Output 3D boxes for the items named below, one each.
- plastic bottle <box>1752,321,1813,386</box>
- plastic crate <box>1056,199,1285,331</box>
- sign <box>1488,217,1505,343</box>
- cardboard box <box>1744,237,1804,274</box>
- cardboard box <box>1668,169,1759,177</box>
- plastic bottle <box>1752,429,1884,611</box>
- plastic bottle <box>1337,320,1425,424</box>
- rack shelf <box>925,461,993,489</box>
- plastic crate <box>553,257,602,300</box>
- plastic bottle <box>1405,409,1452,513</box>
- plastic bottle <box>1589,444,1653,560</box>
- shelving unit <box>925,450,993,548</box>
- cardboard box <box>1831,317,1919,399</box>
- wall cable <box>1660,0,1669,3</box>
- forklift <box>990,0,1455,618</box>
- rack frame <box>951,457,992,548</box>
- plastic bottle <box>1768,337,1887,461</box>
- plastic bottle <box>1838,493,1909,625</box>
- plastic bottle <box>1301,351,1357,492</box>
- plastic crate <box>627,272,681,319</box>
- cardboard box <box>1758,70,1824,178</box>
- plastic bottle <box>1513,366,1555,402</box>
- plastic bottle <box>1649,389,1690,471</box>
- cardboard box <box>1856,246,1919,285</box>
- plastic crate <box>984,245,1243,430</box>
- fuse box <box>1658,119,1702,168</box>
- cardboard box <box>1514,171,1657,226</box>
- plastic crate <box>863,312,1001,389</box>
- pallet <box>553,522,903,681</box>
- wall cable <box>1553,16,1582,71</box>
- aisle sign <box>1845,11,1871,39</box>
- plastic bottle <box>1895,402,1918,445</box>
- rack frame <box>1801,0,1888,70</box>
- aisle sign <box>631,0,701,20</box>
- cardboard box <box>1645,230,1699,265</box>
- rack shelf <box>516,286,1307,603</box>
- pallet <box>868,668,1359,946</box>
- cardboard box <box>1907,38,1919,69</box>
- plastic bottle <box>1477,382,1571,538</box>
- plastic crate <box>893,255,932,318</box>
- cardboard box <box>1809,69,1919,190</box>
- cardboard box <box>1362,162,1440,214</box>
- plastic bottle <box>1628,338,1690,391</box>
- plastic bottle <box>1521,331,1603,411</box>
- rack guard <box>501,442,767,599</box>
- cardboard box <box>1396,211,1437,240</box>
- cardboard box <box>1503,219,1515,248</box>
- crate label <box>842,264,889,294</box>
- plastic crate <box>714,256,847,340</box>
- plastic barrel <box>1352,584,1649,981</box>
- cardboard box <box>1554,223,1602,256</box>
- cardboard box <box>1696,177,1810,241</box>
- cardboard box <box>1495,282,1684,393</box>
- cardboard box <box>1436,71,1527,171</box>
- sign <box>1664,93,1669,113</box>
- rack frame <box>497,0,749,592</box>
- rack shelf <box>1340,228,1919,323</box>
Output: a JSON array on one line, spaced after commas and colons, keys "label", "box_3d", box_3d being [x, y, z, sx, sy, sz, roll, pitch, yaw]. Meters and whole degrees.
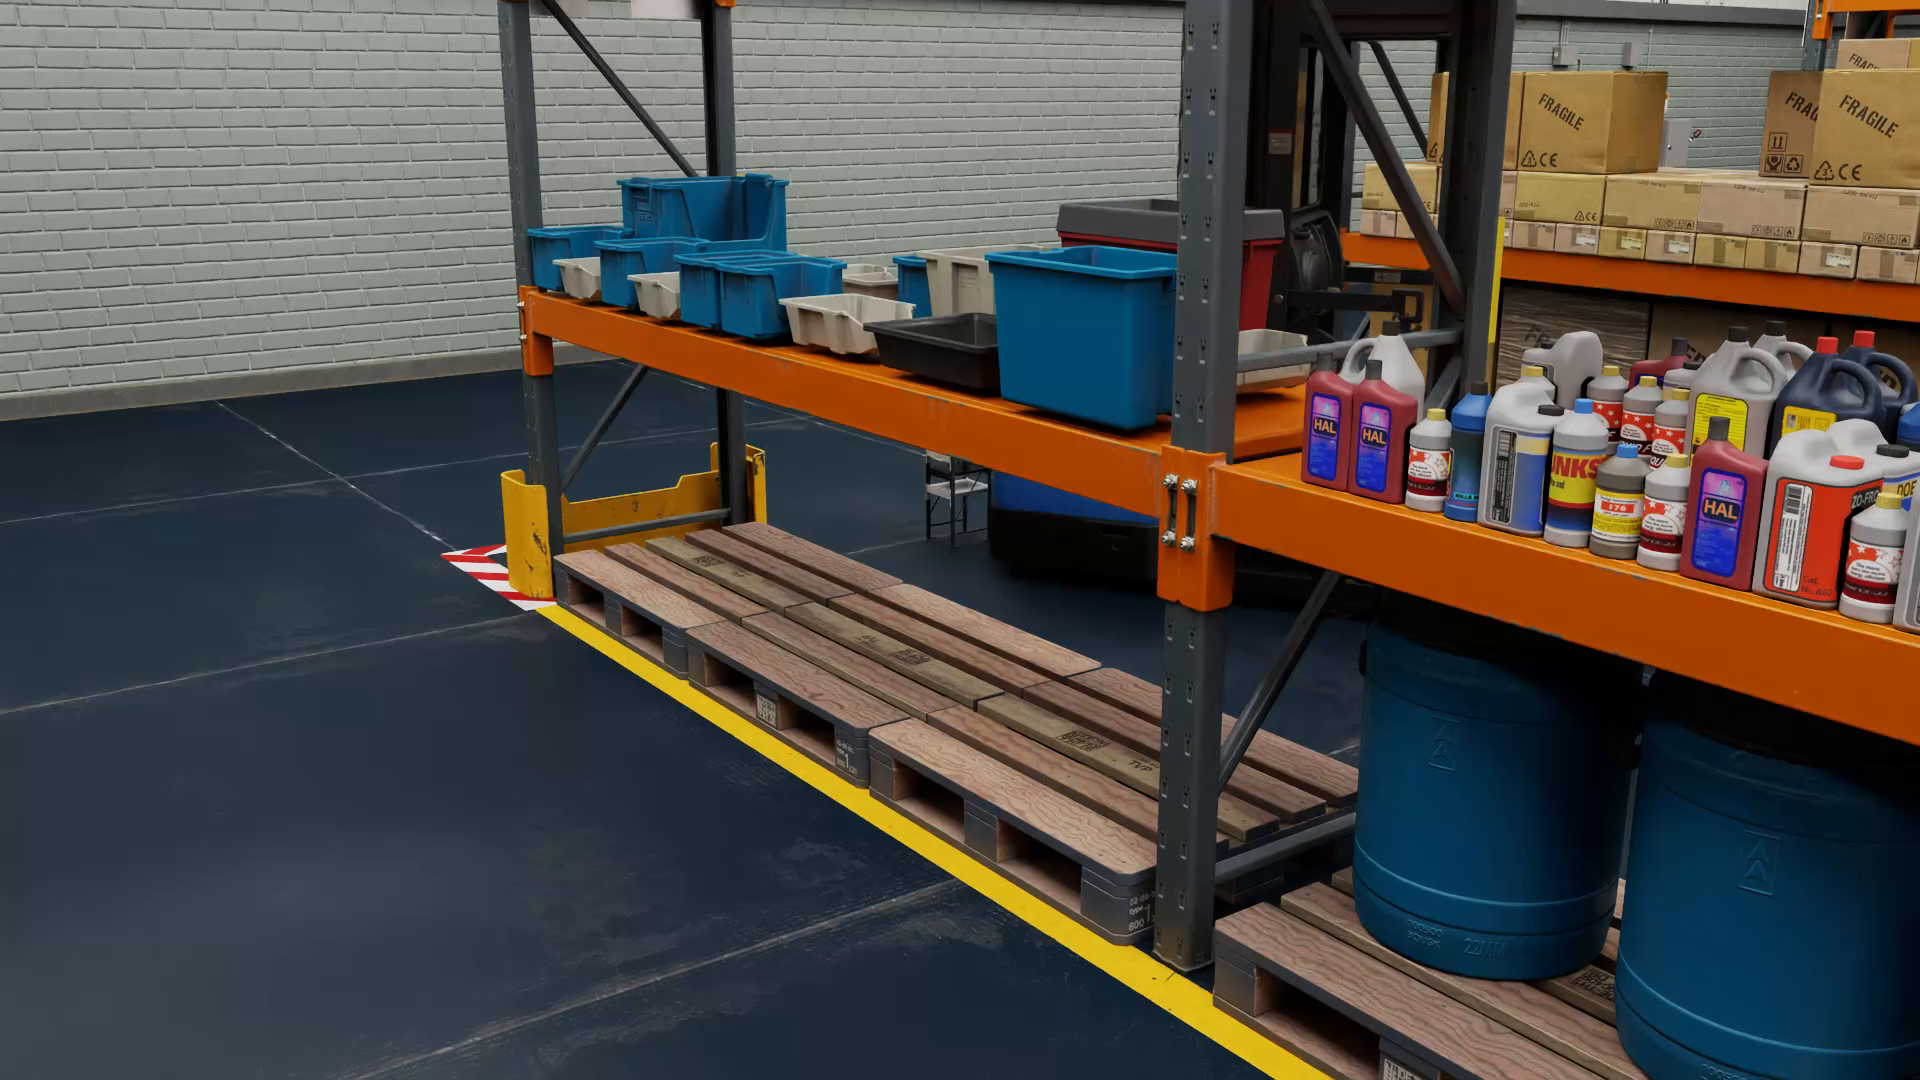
[{"label": "plastic bottle", "box_3d": [1.732, -0.285, 3.530, 0.144, 0.351, 0.185, -11, 19, -35]}, {"label": "plastic crate", "box_3d": [0.605, -0.744, 4.878, 0.402, 0.464, 0.583, -11, 19, -35]}, {"label": "sign", "box_3d": [1.373, -0.673, 4.329, 0.100, 0.325, 0.005, -11, 19, -35]}, {"label": "cardboard box", "box_3d": [3.884, -1.336, 7.752, 0.380, 0.149, 0.250, -10, 18, -34]}, {"label": "cardboard box", "box_3d": [3.988, -1.759, 8.541, 0.500, 0.250, 0.500, -11, 19, -34]}, {"label": "plastic bottle", "box_3d": [1.435, -0.039, 2.772, 0.152, 0.276, 0.135, -11, 19, -35]}, {"label": "plastic bottle", "box_3d": [0.896, -0.297, 3.572, 0.144, 0.351, 0.185, -11, 19, -35]}, {"label": "rack shelf", "box_3d": [-0.005, -0.317, 7.996, 0.258, 0.077, 0.200, -11, 19, -35]}, {"label": "plastic crate", "box_3d": [-1.424, -1.025, 6.526, 0.250, 0.136, 0.298, -11, 19, -35]}, {"label": "plastic bottle", "box_3d": [0.959, -0.164, 3.370, 0.097, 0.201, 0.097, 0, 15, 0]}, {"label": "plastic bottle", "box_3d": [1.209, -0.073, 3.037, 0.097, 0.201, 0.097, 0, 15, 0]}, {"label": "shelving unit", "box_3d": [-0.005, -0.436, 7.964, 0.258, 0.900, 0.210, -11, 19, -35]}, {"label": "cardboard box", "box_3d": [4.610, -0.555, 7.650, 0.875, 0.875, 0.875, -11, 19, -35]}, {"label": "wall cable", "box_3d": [9.911, -8.239, 21.061, 2.988, 3.039, 0.133, -11, 19, -35]}, {"label": "forklift", "box_3d": [1.702, -1.230, 7.017, 3.031, 2.935, 1.130, 6, 17, 22]}, {"label": "rack frame", "box_3d": [0.055, -0.414, 7.884, 0.240, 0.900, 0.006, -11, 19, -35]}, {"label": "plastic bottle", "box_3d": [1.724, -0.224, 3.304, 0.144, 0.351, 0.185, -11, 19, -35]}, {"label": "plastic bottle", "box_3d": [1.481, 0.026, 2.676, 0.097, 0.201, 0.097, 0, 15, 0]}, {"label": "plastic bottle", "box_3d": [0.798, -0.254, 3.543, 0.061, 0.283, 0.133, -11, 19, -35]}, {"label": "plastic crate", "box_3d": [-1.025, -0.881, 5.997, 0.250, 0.136, 0.298, -11, 19, -35]}, {"label": "cardboard box", "box_3d": [4.266, -2.015, 8.056, 0.500, 0.500, 0.500, -12, 19, -36]}, {"label": "plastic bottle", "box_3d": [1.330, -0.302, 3.872, 0.097, 0.201, 0.097, 0, 15, 0]}, {"label": "plastic bottle", "box_3d": [1.545, -0.224, 3.587, 0.097, 0.201, 0.097, 0, 15, 0]}, {"label": "cardboard box", "box_3d": [4.187, -1.226, 7.351, 0.380, 0.149, 0.250, -11, 19, -35]}, {"label": "plastic crate", "box_3d": [0.377, -0.523, 4.220, 0.392, 0.384, 0.575, -11, 19, -35]}, {"label": "fuse box", "box_3d": [9.048, -4.490, 21.239, 0.539, 1.711, 0.414, -11, 19, -35]}, {"label": "cardboard box", "box_3d": [3.249, -1.787, 8.642, 0.500, 0.250, 0.500, -12, 19, -36]}, {"label": "plastic crate", "box_3d": [0.052, -0.548, 4.805, 0.437, 0.125, 0.590, -11, 19, -35]}, {"label": "pallet", "box_3d": [-0.971, 0.218, 6.879, 1.003, 0.211, 1.213, -11, 19, -35]}, {"label": "wall cable", "box_3d": [7.263, -5.321, 19.853, 0.585, 1.953, 0.123, -11, 19, -35]}, {"label": "aisle sign", "box_3d": [6.853, -4.142, 12.603, 0.394, 0.787, 0.004, -11, 19, -35]}, {"label": "plastic bottle", "box_3d": [1.932, -0.175, 3.269, 0.152, 0.276, 0.135, -11, 19, -35]}, {"label": "rack frame", "box_3d": [6.653, -2.826, 12.719, 1.000, 3.000, 0.127, -11, 19, -35]}, {"label": "aisle sign", "box_3d": [-1.230, -2.624, 7.055, 0.394, 0.787, 0.004, -11, 19, -35]}, {"label": "cardboard box", "box_3d": [3.584, -1.445, 8.151, 0.380, 0.149, 0.250, -10, 18, -34]}, {"label": "rack shelf", "box_3d": [-0.249, -0.535, 5.711, 1.077, 0.370, 4.000, -11, 19, -35]}, {"label": "pallet", "box_3d": [0.463, 0.739, 4.975, 1.003, 0.211, 1.213, -11, 19, -35]}, {"label": "cardboard box", "box_3d": [7.004, -3.256, 11.644, 0.500, 0.500, 0.500, -10, 18, -33]}, {"label": "plastic bottle", "box_3d": [1.106, -0.159, 3.209, 0.152, 0.276, 0.135, -11, 19, -35]}, {"label": "plastic crate", "box_3d": [-0.010, -0.858, 5.733, 0.416, 0.233, 0.300, -11, 19, -35]}, {"label": "cardboard box", "box_3d": [4.156, -1.821, 7.346, 0.500, 0.500, 0.500, -11, 19, -34]}, {"label": "cardboard box", "box_3d": [2.645, -2.004, 9.438, 0.500, 0.250, 0.500, -11, 19, -36]}, {"label": "plastic bottle", "box_3d": [1.593, -0.322, 3.792, 0.061, 0.283, 0.133, -11, 19, -35]}, {"label": "plastic bottle", "box_3d": [1.420, -0.361, 3.948, 0.152, 0.276, 0.135, -11, 19, -35]}, {"label": "rack guard", "box_3d": [-1.449, -0.106, 7.517, 1.175, 0.500, 0.348, -11, 19, -35]}, {"label": "cardboard box", "box_3d": [2.675, -1.775, 9.355, 0.380, 0.149, 0.250, -11, 19, -35]}, {"label": "cardboard box", "box_3d": [2.980, -1.665, 8.952, 0.380, 0.149, 0.250, -11, 19, -35]}, {"label": "crate label", "box_3d": [-0.457, -0.945, 6.232, 0.396, 0.136, 0.243, -11, 19, -35]}, {"label": "plastic crate", "box_3d": [-0.595, -0.808, 5.550, 0.416, 0.233, 0.300, -11, 19, -35]}, {"label": "plastic barrel", "box_3d": [1.233, 0.474, 3.843, 0.600, 0.901, 0.708, -11, 19, -35]}, {"label": "cardboard box", "box_3d": [3.281, -1.555, 8.552, 0.380, 0.149, 0.250, -11, 19, -35]}, {"label": "cardboard box", "box_3d": [3.855, -1.567, 7.841, 0.500, 0.250, 0.500, -10, 18, -33]}, {"label": "cardboard box", "box_3d": [3.558, -0.937, 9.046, 0.875, 0.875, 0.875, -11, 19, -35]}, {"label": "cardboard box", "box_3d": [2.939, -2.259, 8.949, 0.500, 0.500, 0.500, -11, 19, -36]}, {"label": "sign", "box_3d": [8.882, -5.545, 21.090, 0.339, 0.242, 0.001, -11, 19, -35]}, {"label": "rack frame", "box_3d": [-1.425, -1.309, 7.176, 1.000, 3.000, 0.127, -11, 19, -35]}, {"label": "rack shelf", "box_3d": [3.757, -1.304, 8.520, 1.077, 0.370, 4.000, -11, 19, -35]}]
